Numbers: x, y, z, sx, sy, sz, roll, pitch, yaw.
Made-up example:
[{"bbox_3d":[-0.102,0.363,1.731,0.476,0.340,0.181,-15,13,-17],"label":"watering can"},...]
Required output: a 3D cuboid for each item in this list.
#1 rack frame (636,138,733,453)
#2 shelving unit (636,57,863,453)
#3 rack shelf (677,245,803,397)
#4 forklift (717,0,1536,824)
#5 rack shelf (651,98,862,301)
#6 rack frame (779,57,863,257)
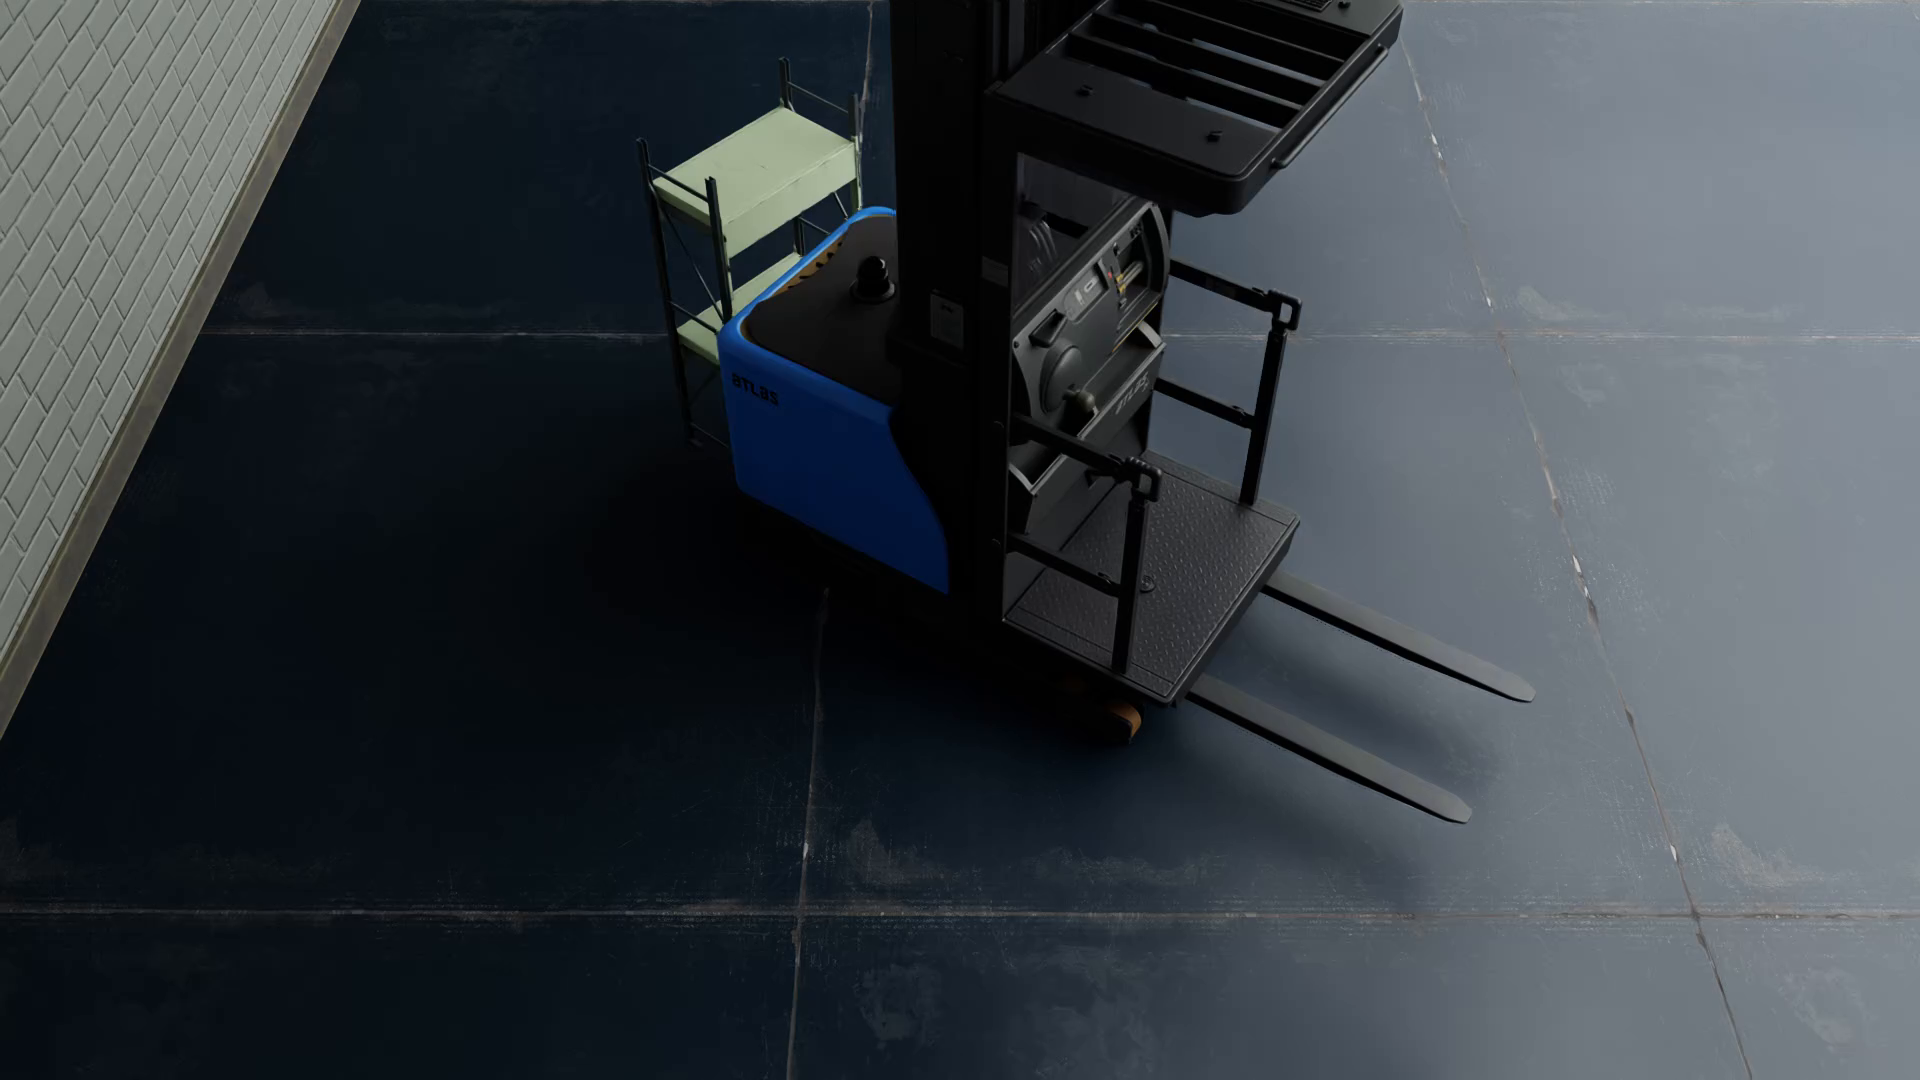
[{"bbox_3d":[-1.023,-0.856,6.522,0.400,1.500,0.023,32,55,26],"label":"rack frame"},{"bbox_3d":[-0.783,-1.058,6.710,0.431,1.500,0.755,32,55,26],"label":"shelving unit"},{"bbox_3d":[-0.783,-0.836,6.949,0.431,0.370,0.720,32,55,26],"label":"rack shelf"},{"bbox_3d":[0.615,-0.711,5.410,3.031,2.935,1.130,26,52,22],"label":"forklift"},{"bbox_3d":[-0.783,-1.324,6.425,0.431,0.370,0.720,32,55,26],"label":"rack shelf"},{"bbox_3d":[-0.544,-1.261,6.899,0.400,1.500,0.023,32,55,26],"label":"rack frame"}]
